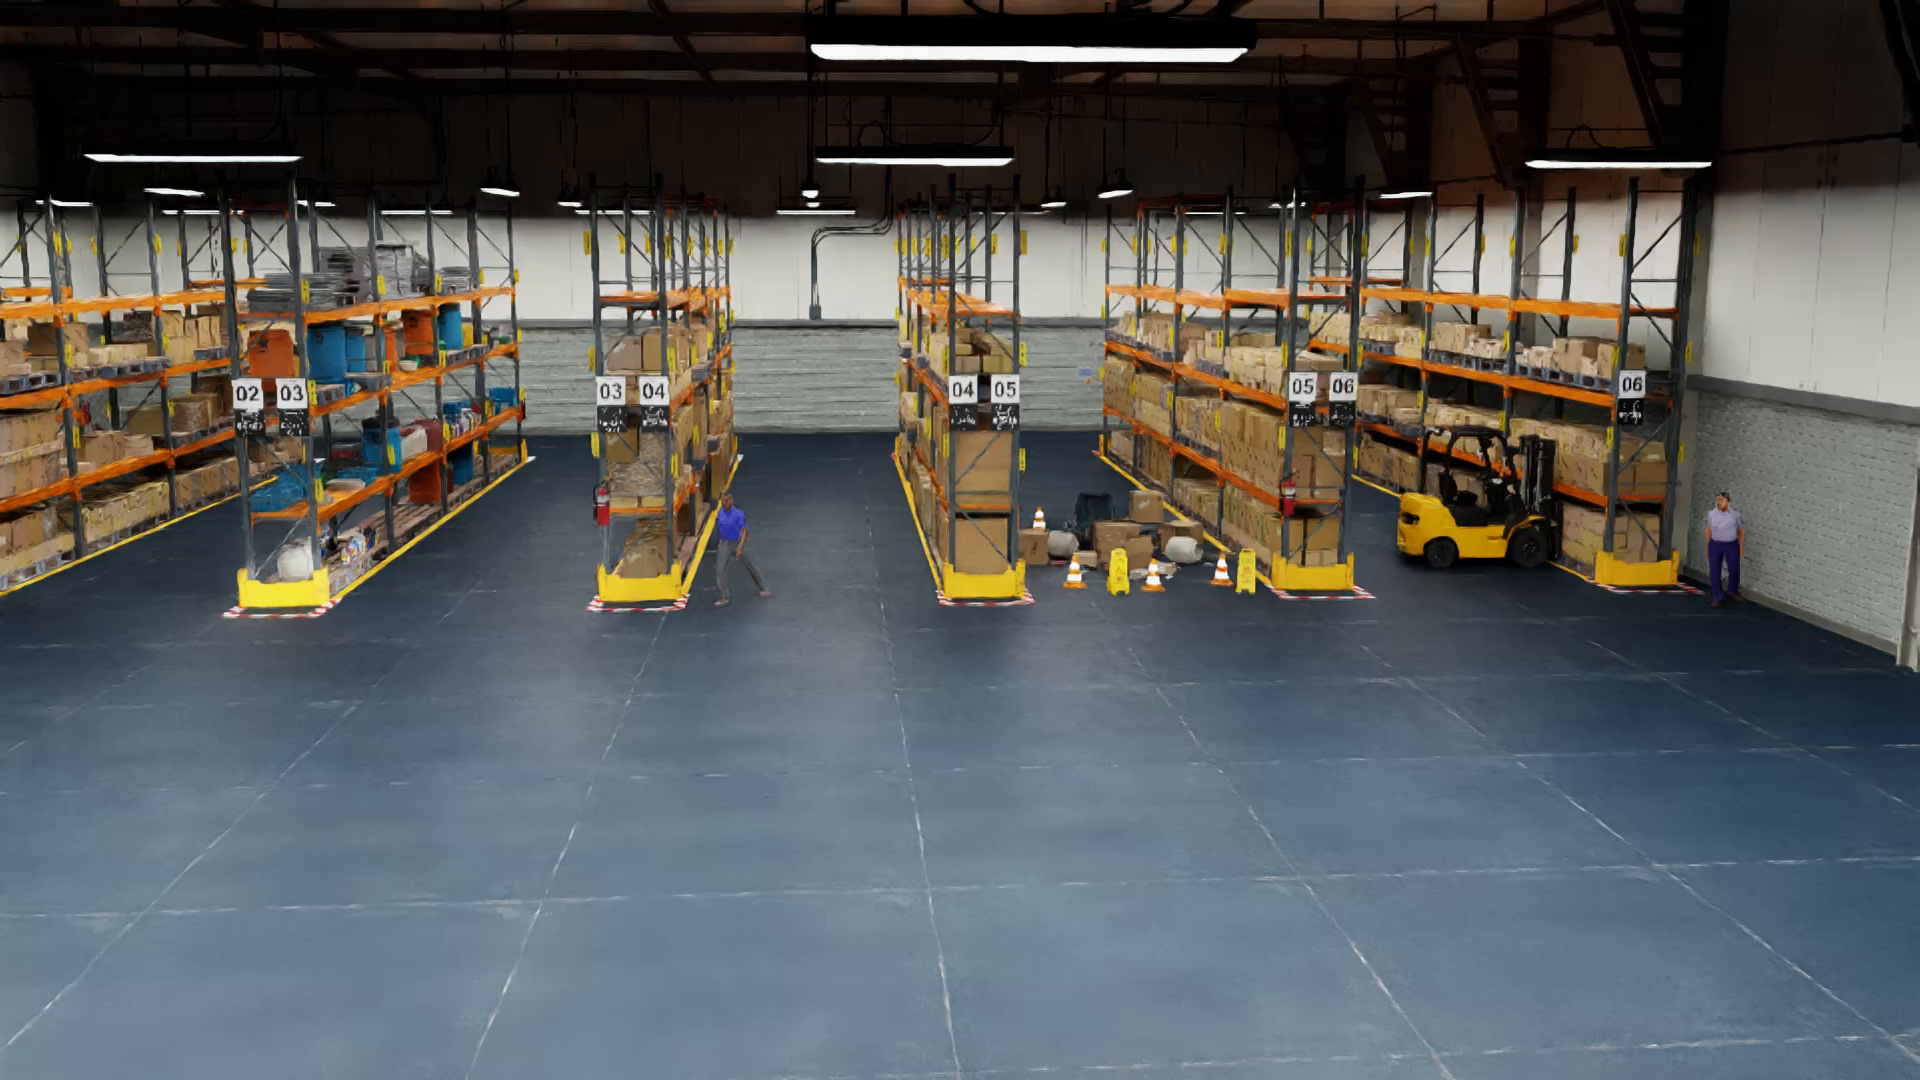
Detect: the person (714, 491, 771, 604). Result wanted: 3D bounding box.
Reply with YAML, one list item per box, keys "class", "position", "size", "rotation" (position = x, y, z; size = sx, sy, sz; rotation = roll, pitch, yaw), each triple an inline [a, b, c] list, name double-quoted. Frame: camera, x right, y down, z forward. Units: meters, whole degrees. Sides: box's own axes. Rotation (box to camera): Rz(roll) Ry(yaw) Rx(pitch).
- class: "person"
  position: [-3.088, 0.080, 23.603]
  size: [0.692, 1.597, 0.746]
  rotation: [2, 10, 10]

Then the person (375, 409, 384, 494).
- class: "person"
  position: [-11.853, -1.834, 34.036]
  size: [0.581, 1.718, 0.638]
  rotation: [4, 11, 20]

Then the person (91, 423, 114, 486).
- class: "person"
  position: [-17.192, -1.590, 33.309]
  size: [0.566, 1.541, 0.519]
  rotation: [-1, 10, -7]

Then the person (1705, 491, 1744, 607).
- class: "person"
  position: [10.766, 0.116, 23.371]
  size: [0.556, 1.639, 0.538]
  rotation: [6, 12, 33]
